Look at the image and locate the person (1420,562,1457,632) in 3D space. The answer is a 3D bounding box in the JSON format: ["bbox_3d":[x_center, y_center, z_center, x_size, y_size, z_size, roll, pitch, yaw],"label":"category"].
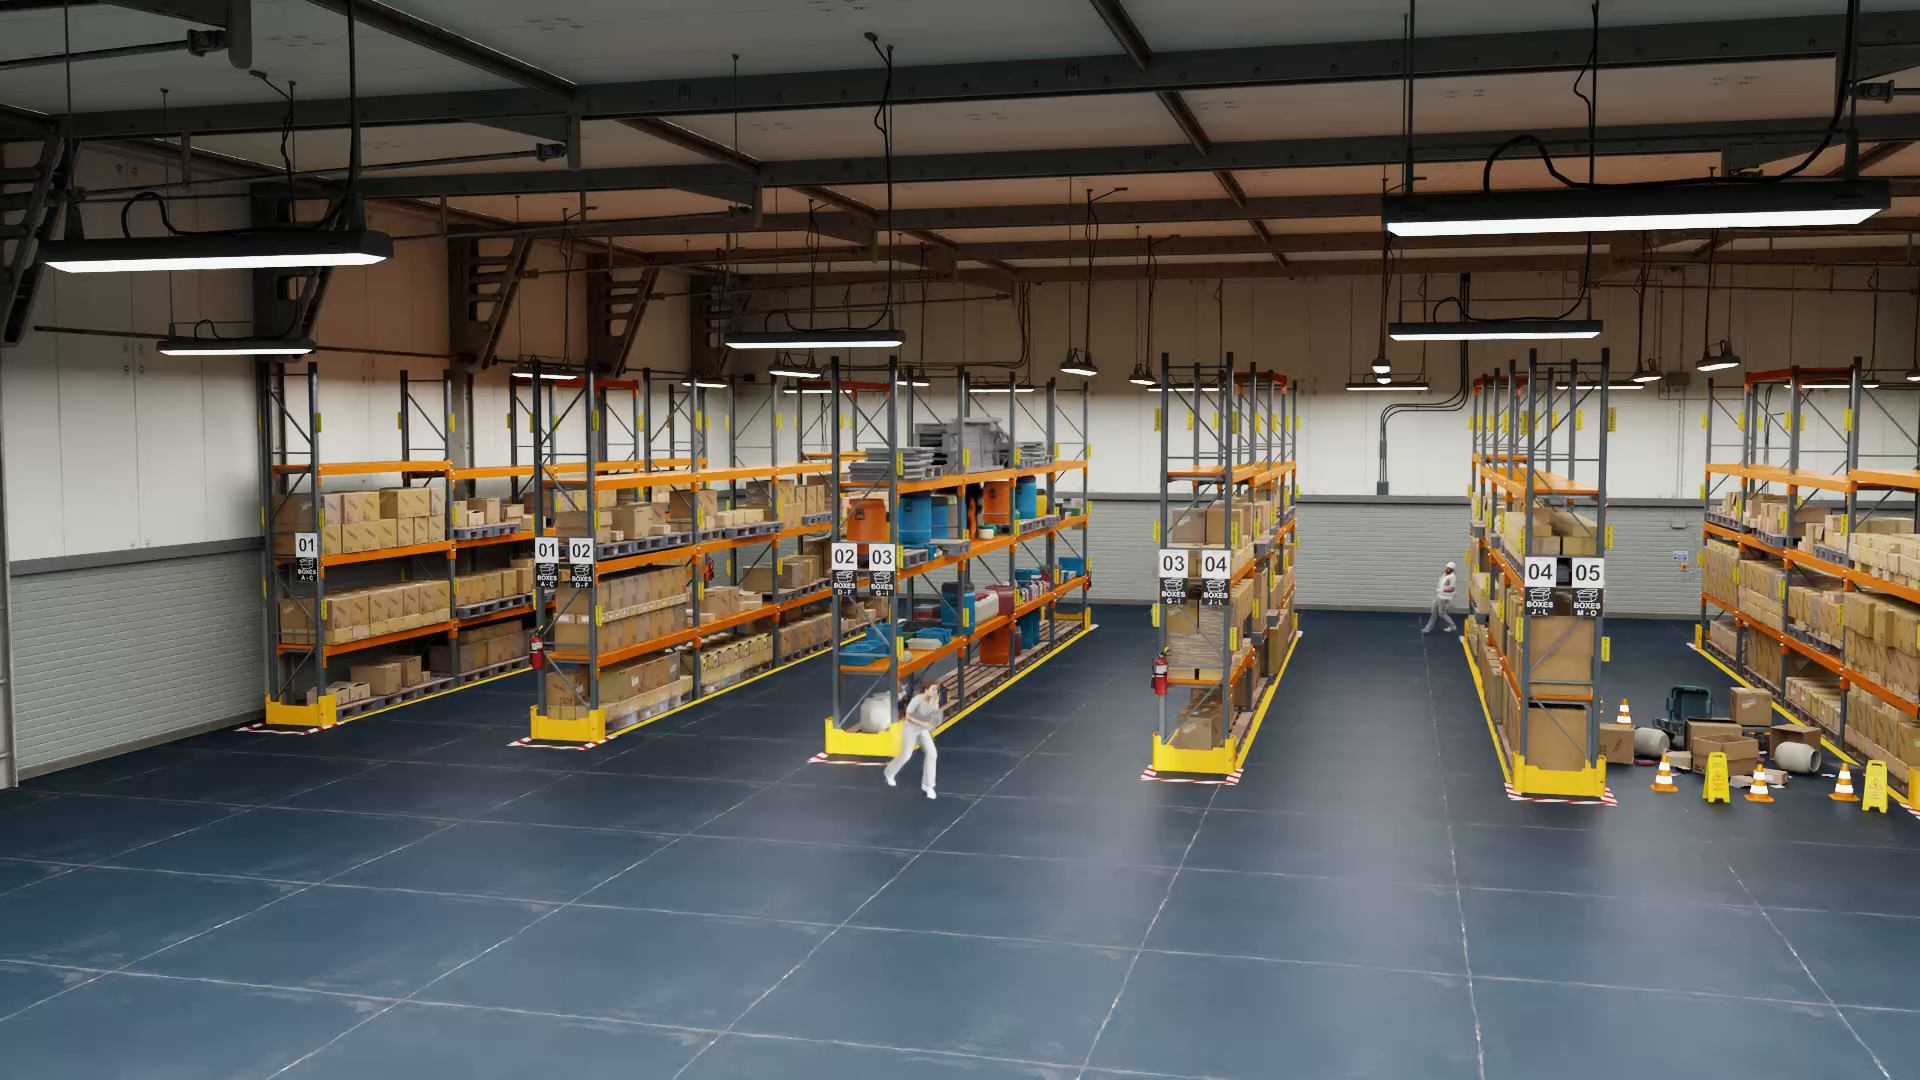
[{"bbox_3d":[11.372,1.368,39.306,0.821,1.733,0.788,0,4,3],"label":"person"}]

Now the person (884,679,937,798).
[{"bbox_3d":[-0.646,2.646,22.494,0.939,1.626,0.605,3,5,40],"label":"person"}]
